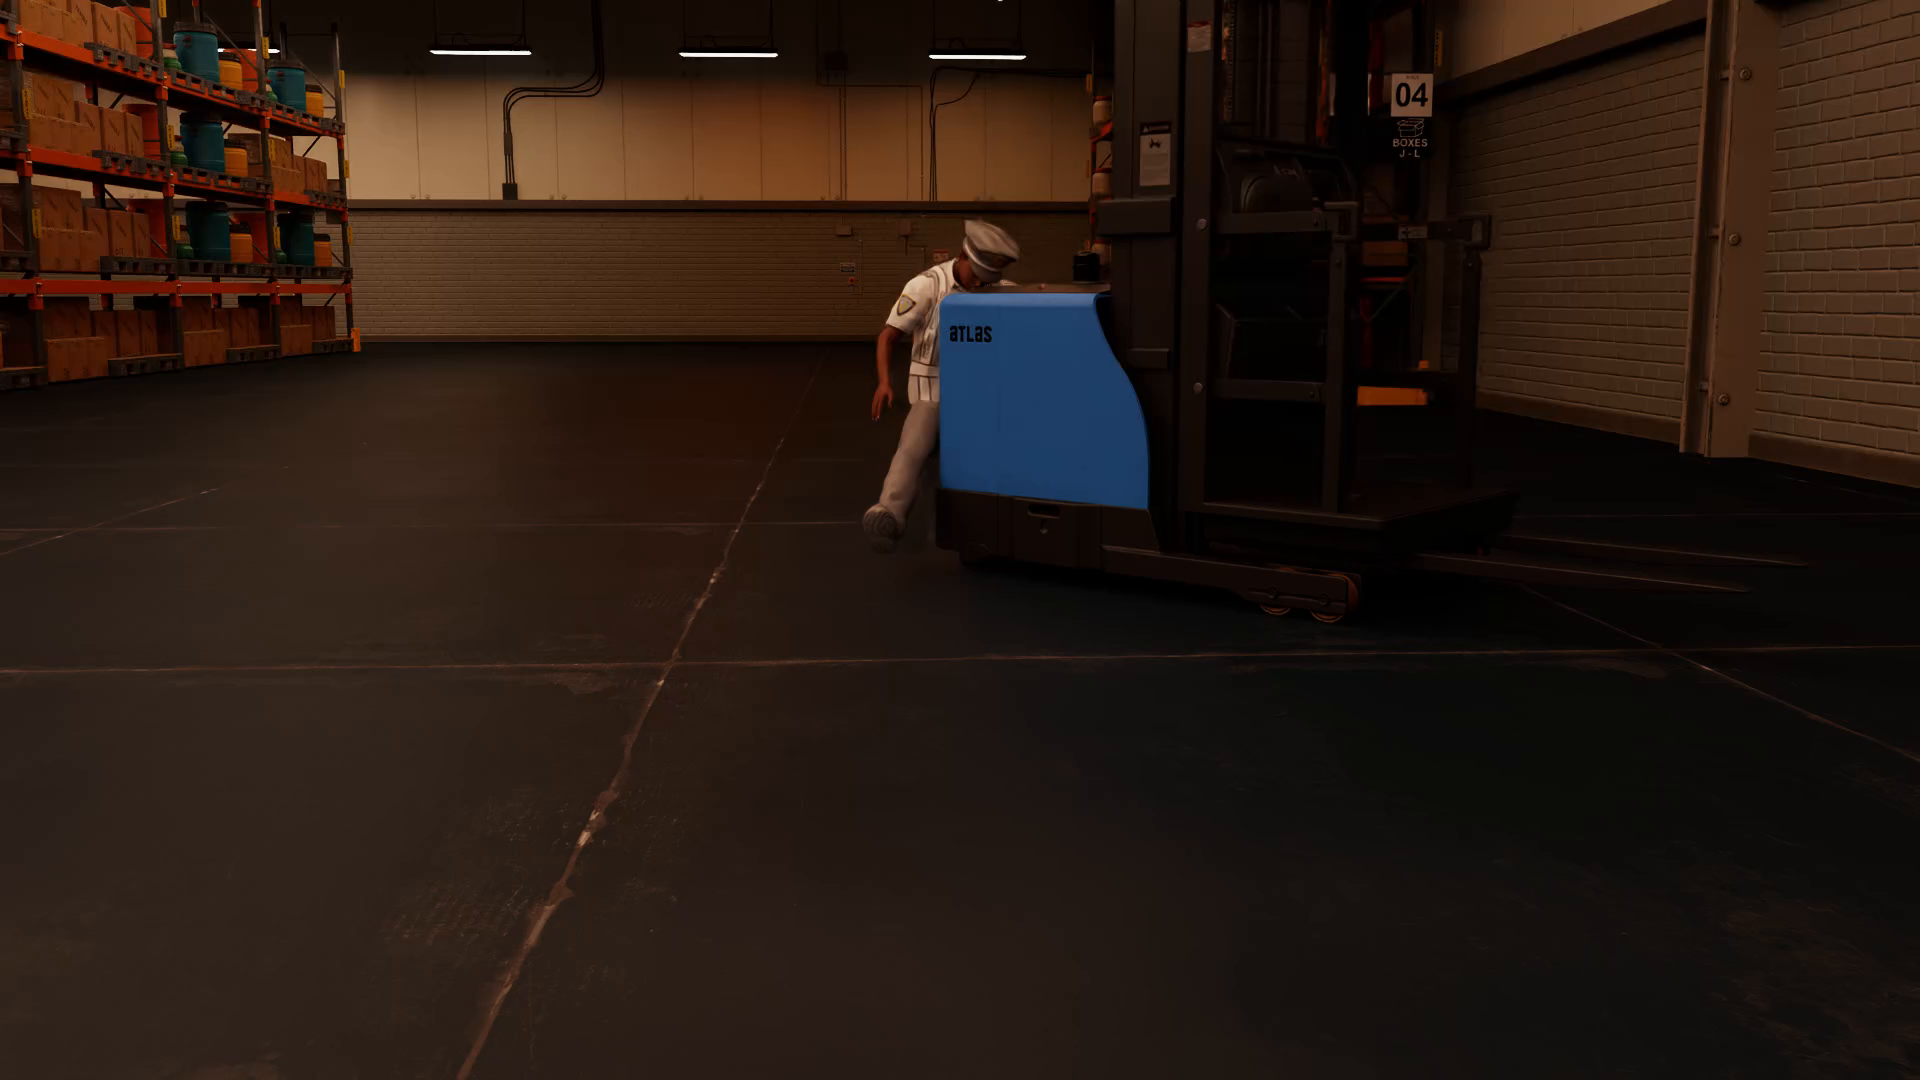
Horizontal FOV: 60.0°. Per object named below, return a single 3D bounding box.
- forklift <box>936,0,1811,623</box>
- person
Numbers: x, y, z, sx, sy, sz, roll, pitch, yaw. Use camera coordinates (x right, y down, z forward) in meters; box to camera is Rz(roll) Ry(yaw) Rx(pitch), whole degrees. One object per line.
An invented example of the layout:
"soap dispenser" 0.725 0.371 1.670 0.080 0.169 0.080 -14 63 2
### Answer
"forklift" 1.345 -1.263 5.835 3.031 2.935 1.130 7 11 41
"person" 0.070 -0.569 6.594 0.970 1.385 1.103 -1 8 -6
